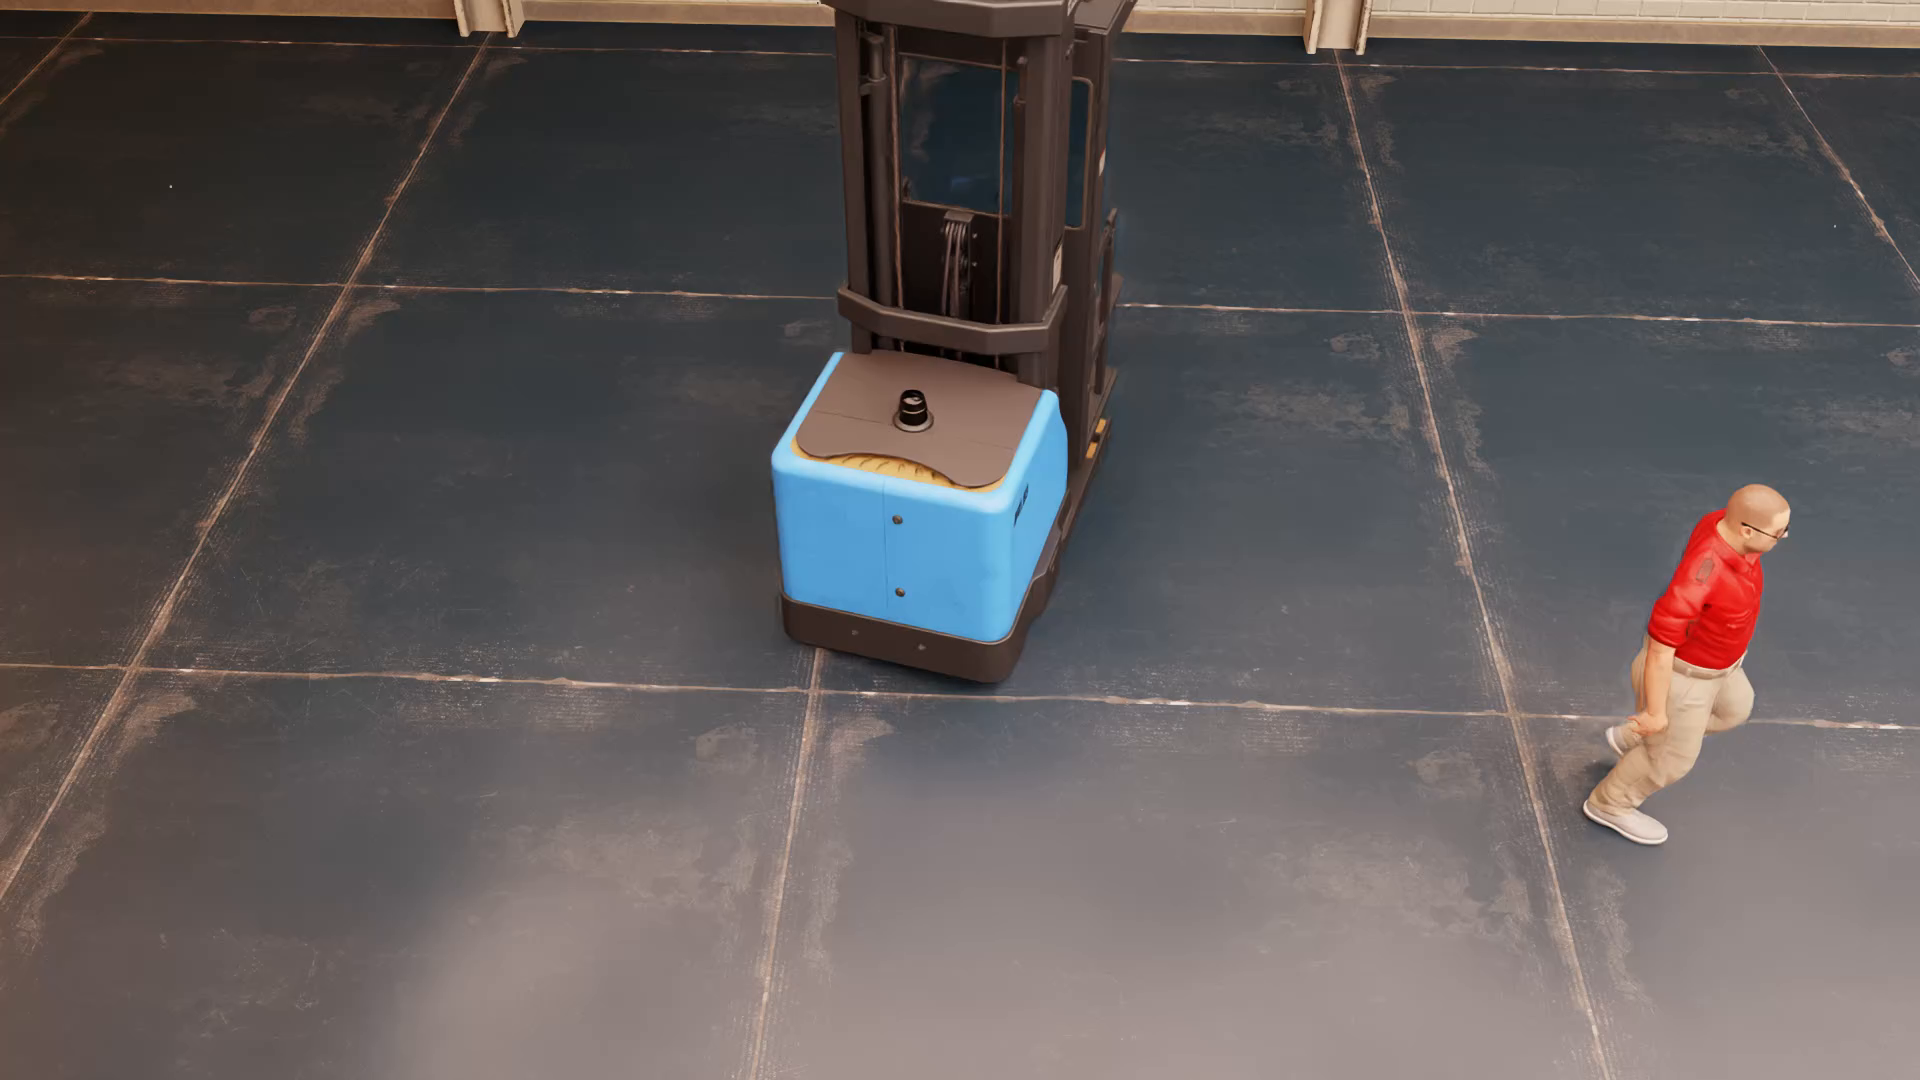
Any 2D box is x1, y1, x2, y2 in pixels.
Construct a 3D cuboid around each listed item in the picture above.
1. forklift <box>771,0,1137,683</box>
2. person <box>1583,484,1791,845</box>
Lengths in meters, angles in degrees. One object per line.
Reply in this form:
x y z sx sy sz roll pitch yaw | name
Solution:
0.135 -1.477 7.360 1.130 2.935 3.031 12 44 12 | forklift
2.737 0.470 6.137 0.465 1.709 0.682 21 46 22 | person
